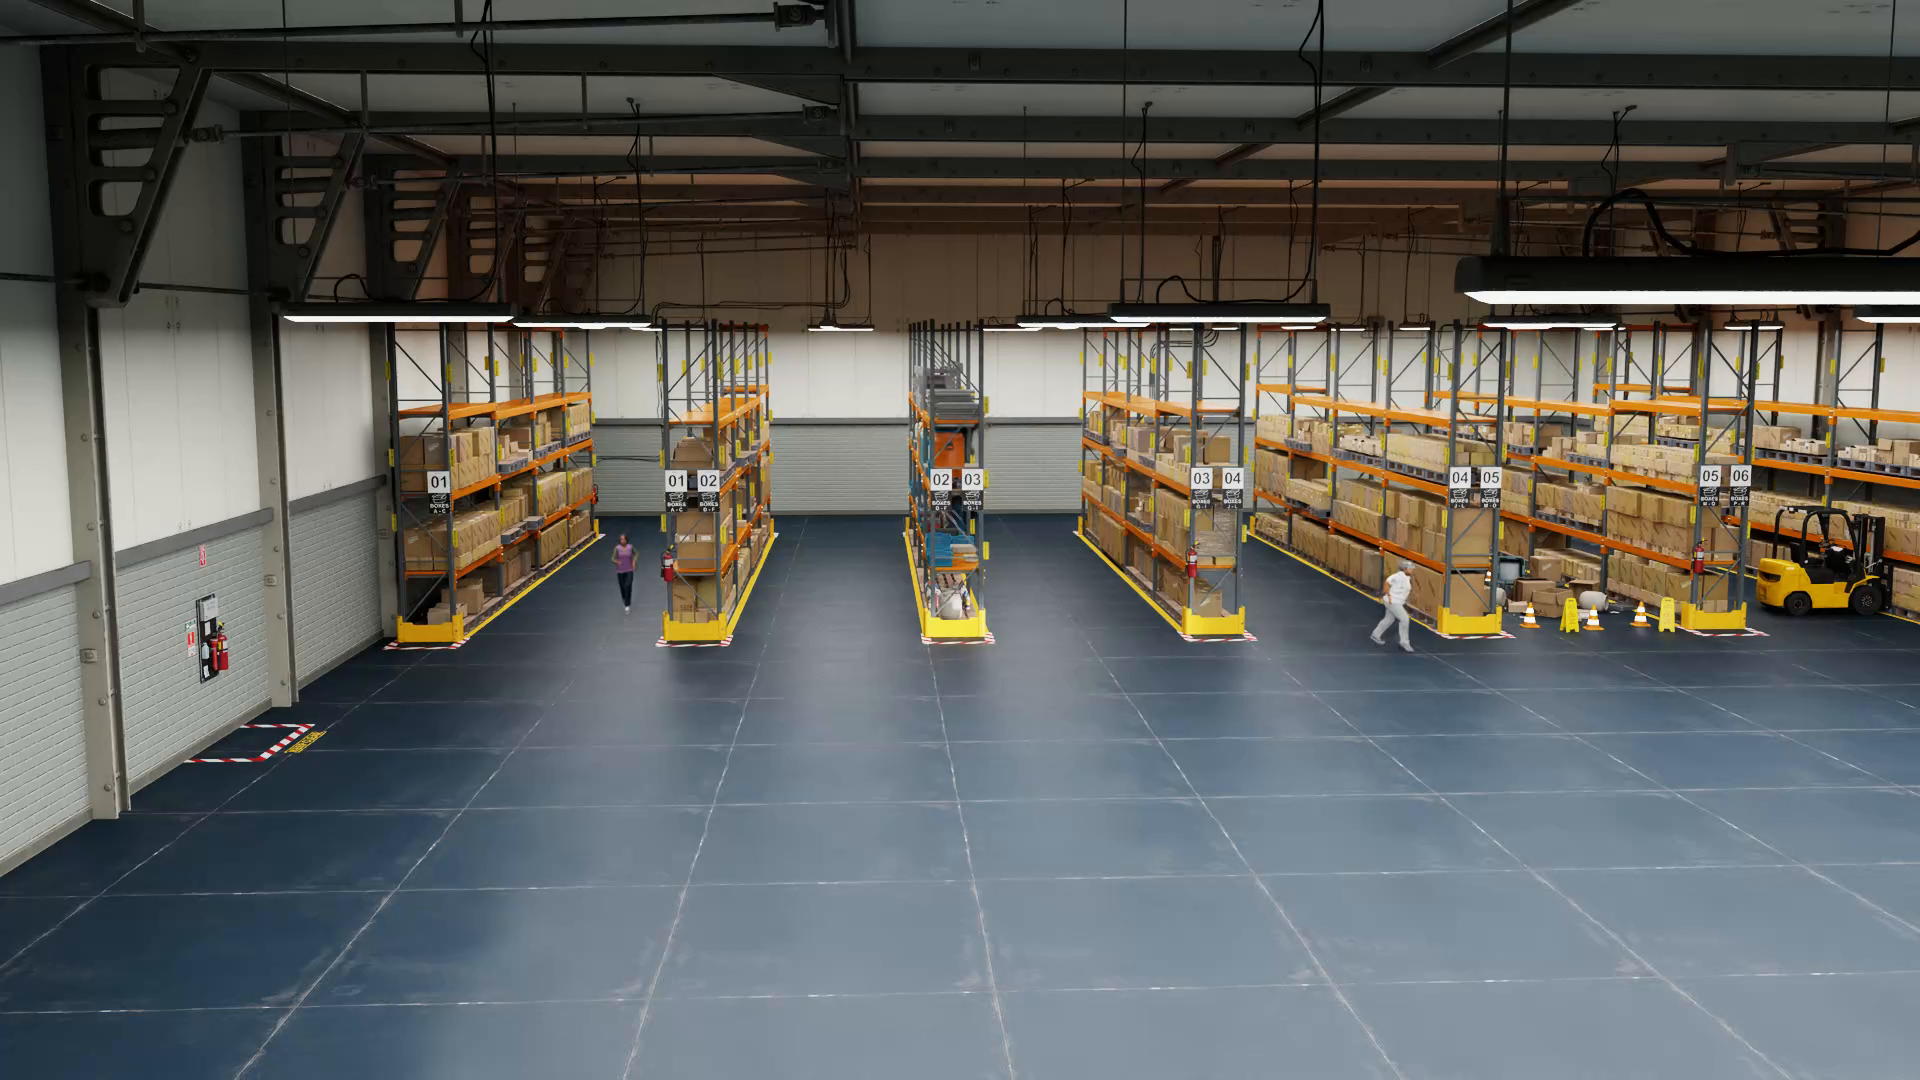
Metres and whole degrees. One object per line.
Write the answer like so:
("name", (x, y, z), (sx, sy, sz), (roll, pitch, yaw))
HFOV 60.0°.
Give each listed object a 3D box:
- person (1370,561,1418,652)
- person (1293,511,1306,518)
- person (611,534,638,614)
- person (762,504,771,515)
("person", (7.906, 1.190, 30.371), (0.892, 1.667, 0.600), (5, 9, 36))
("person", (9.893, -1.167, 48.887), (0.774, 1.717, 0.578), (-5, 8, -33))
("person", (-6.950, 0.673, 34.432), (0.520, 1.609, 0.875), (-1, 7, -8))
("person", (-5.765, -1.028, 48.258), (0.526, 1.621, 0.609), (0, 7, -3))
